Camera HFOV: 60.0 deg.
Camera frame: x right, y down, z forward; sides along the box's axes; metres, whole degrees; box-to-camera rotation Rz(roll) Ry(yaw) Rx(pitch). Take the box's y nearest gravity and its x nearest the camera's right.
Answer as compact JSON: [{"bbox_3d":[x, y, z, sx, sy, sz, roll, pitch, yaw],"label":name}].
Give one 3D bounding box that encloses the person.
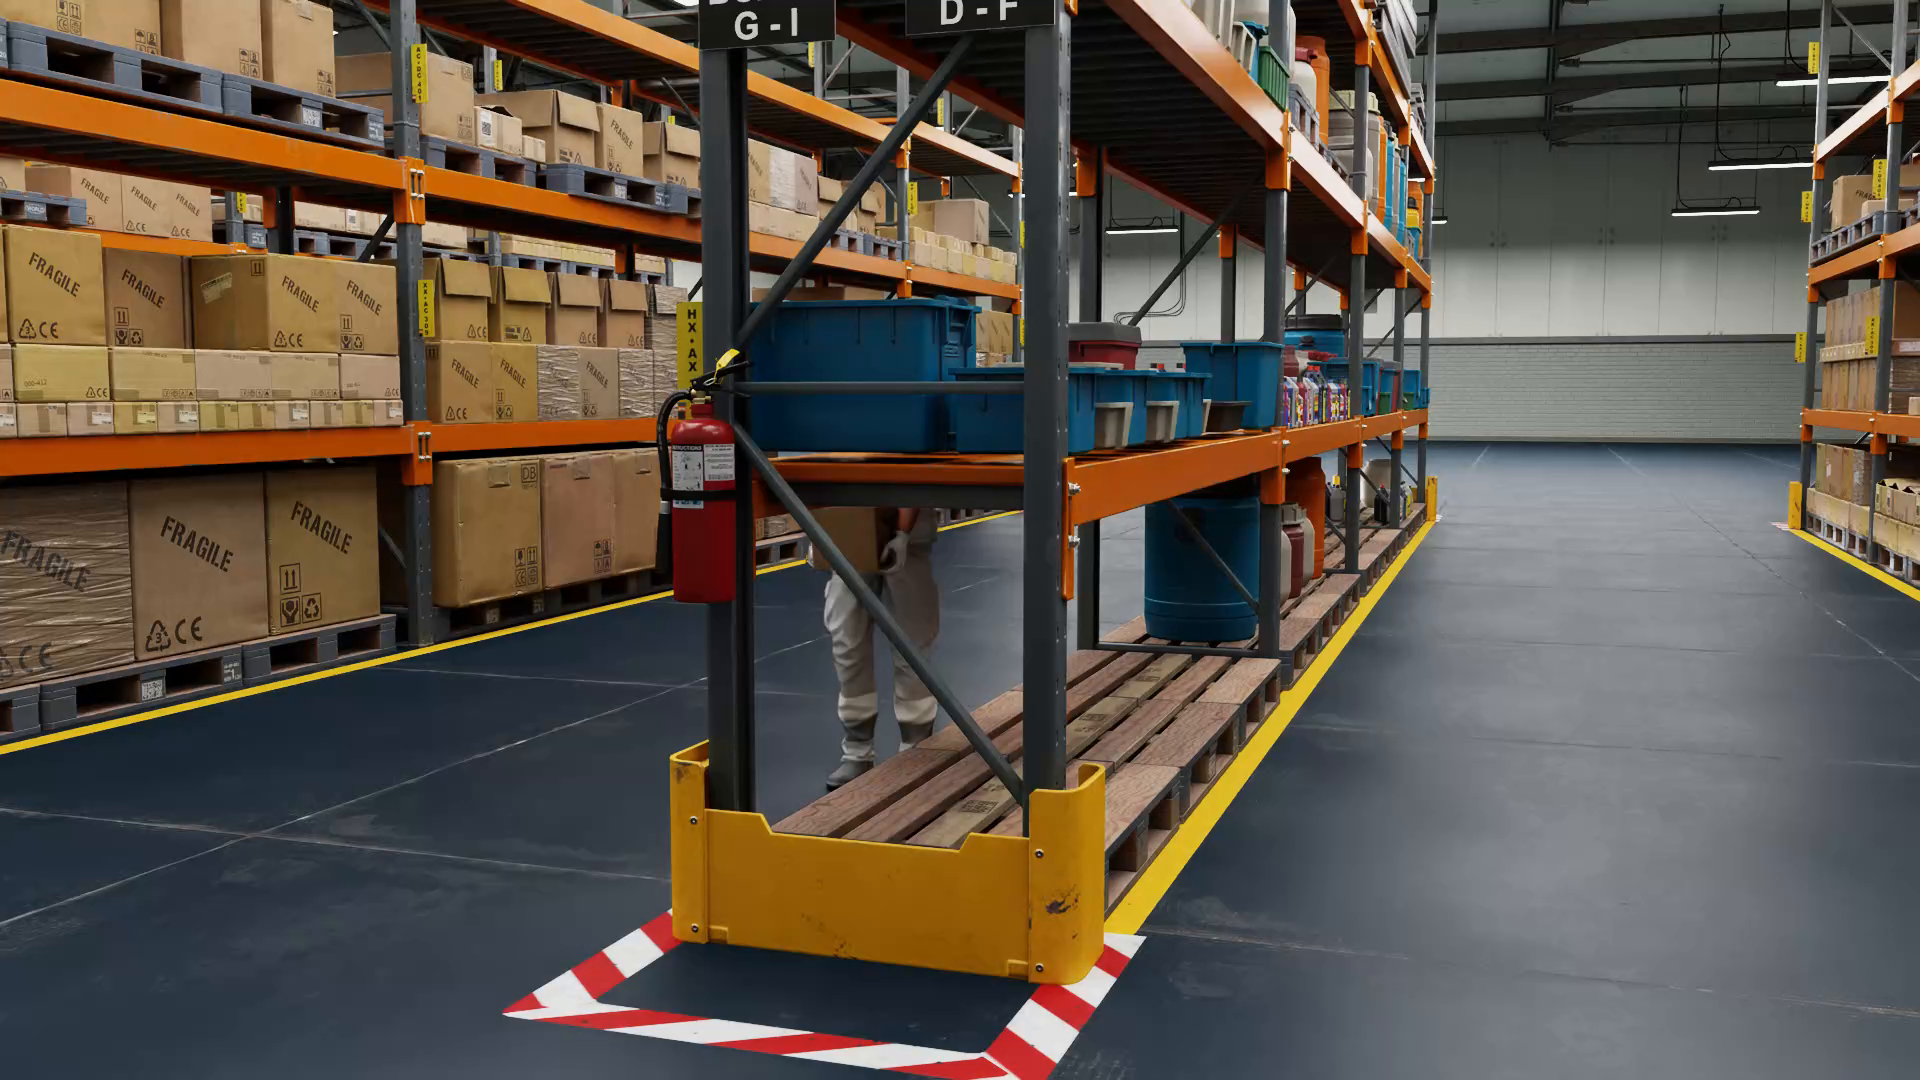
[{"bbox_3d":[-0.307,0.057,6.199,0.495,1.781,0.564,2,5,18],"label":"person"}]
